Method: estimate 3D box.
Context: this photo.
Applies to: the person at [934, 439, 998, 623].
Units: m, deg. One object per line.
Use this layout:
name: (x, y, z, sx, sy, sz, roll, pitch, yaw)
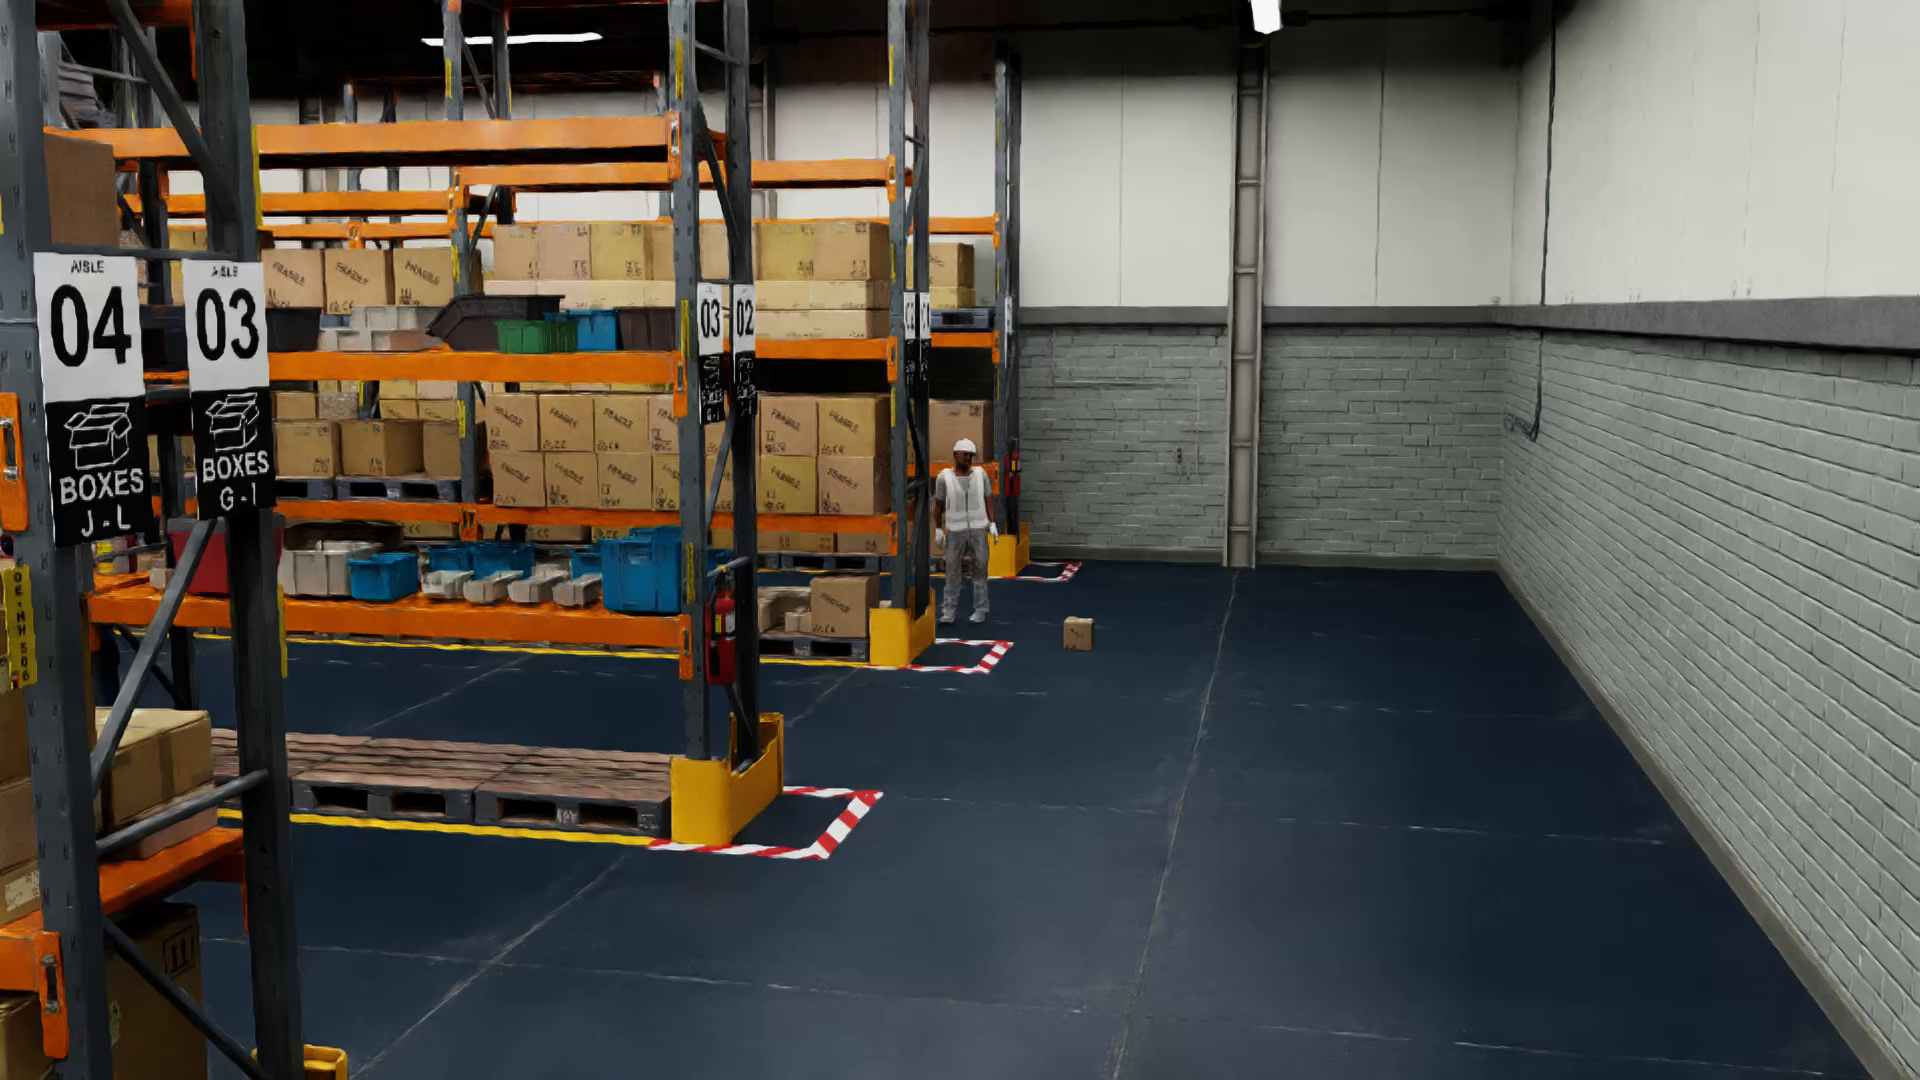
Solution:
person: (0.057, -0.091, 16.195, 0.619, 1.791, 0.397, -1, 8, -6)
